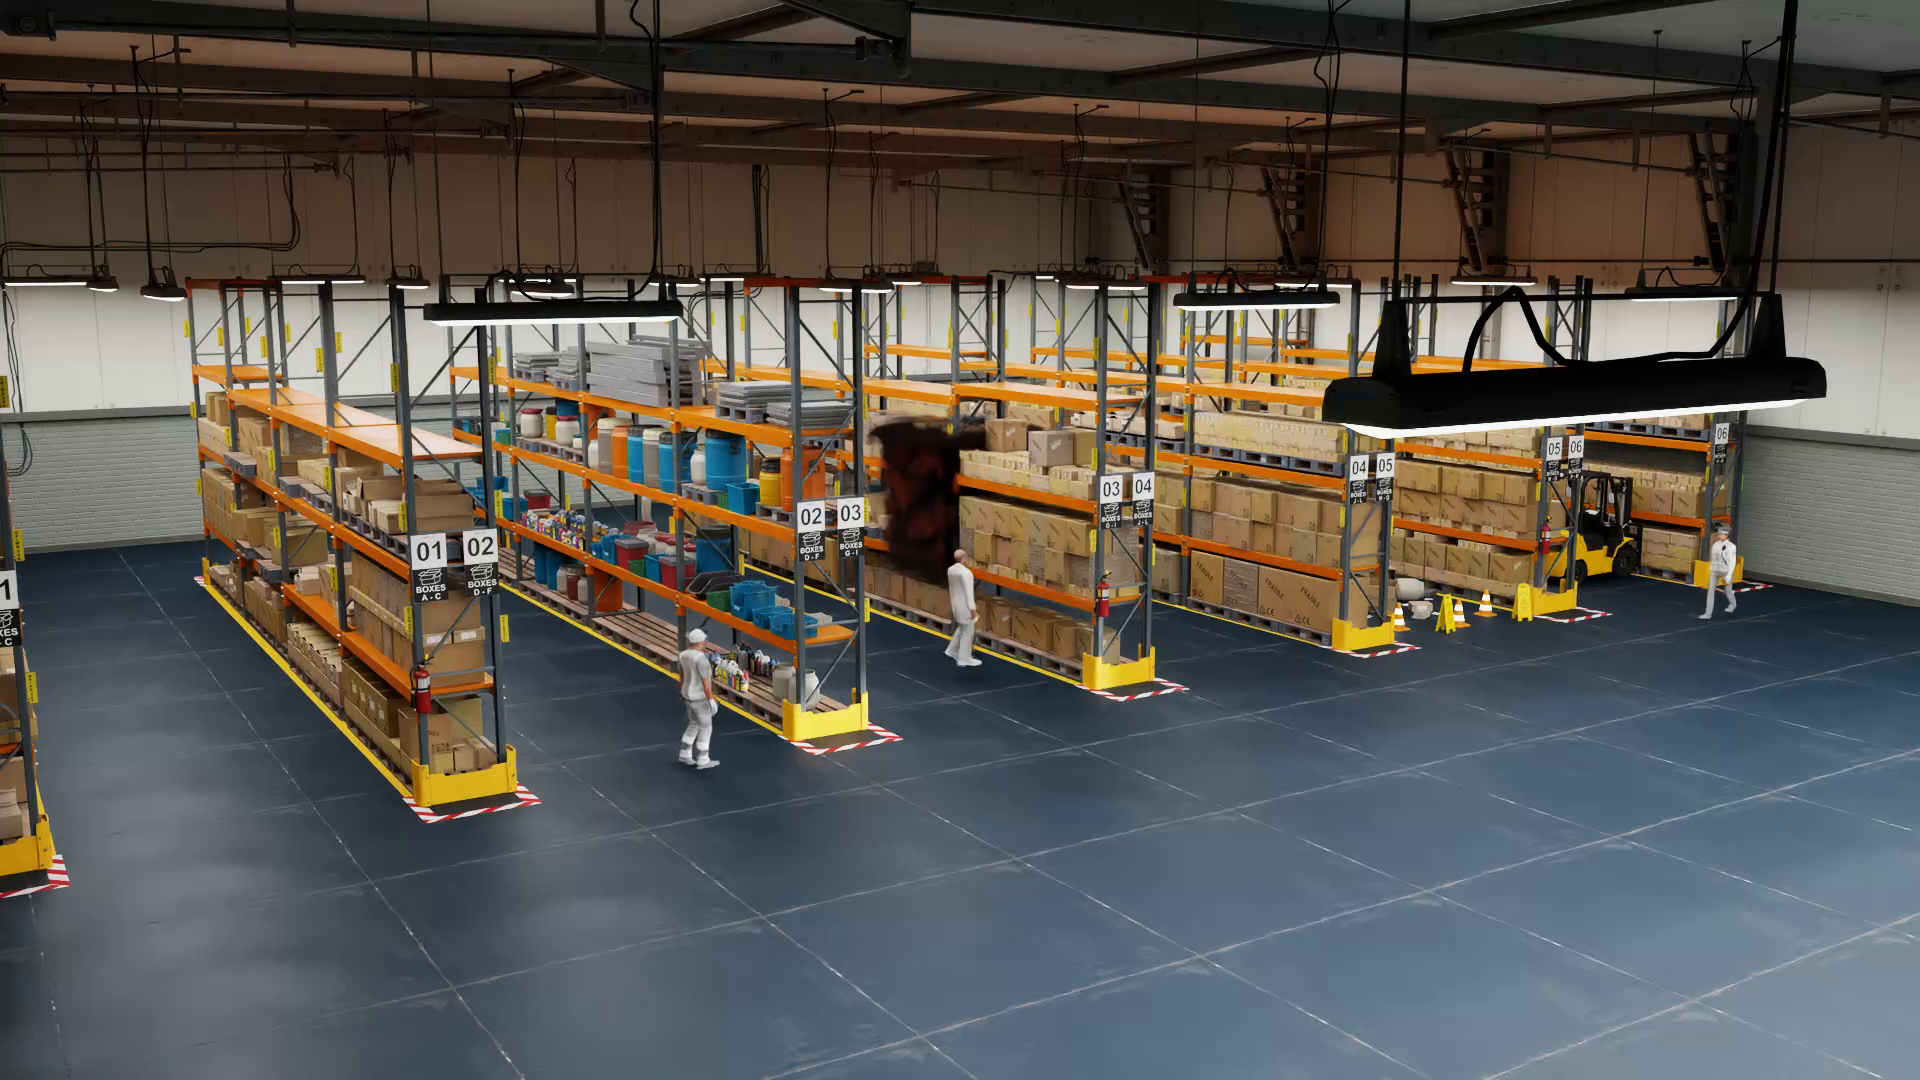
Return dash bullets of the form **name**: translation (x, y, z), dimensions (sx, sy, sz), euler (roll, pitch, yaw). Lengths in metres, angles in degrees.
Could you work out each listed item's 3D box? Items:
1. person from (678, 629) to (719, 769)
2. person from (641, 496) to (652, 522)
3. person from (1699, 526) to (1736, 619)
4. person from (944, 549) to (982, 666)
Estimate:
- **person**: translation (-3.272, 2.007, 20.884), dimensions (0.439, 1.818, 0.616), euler (-5, 11, -29)
- **person**: translation (-6.796, -0.547, 36.235), dimensions (0.513, 1.687, 0.465), euler (-3, 10, -17)
- **person**: translation (13.601, 0.572, 29.649), dimensions (0.450, 1.640, 0.936), euler (9, 13, 41)
- **person**: translation (0.069, 1.078, 25.315), dimensions (0.445, 1.695, 0.653), euler (-5, 11, -27)
